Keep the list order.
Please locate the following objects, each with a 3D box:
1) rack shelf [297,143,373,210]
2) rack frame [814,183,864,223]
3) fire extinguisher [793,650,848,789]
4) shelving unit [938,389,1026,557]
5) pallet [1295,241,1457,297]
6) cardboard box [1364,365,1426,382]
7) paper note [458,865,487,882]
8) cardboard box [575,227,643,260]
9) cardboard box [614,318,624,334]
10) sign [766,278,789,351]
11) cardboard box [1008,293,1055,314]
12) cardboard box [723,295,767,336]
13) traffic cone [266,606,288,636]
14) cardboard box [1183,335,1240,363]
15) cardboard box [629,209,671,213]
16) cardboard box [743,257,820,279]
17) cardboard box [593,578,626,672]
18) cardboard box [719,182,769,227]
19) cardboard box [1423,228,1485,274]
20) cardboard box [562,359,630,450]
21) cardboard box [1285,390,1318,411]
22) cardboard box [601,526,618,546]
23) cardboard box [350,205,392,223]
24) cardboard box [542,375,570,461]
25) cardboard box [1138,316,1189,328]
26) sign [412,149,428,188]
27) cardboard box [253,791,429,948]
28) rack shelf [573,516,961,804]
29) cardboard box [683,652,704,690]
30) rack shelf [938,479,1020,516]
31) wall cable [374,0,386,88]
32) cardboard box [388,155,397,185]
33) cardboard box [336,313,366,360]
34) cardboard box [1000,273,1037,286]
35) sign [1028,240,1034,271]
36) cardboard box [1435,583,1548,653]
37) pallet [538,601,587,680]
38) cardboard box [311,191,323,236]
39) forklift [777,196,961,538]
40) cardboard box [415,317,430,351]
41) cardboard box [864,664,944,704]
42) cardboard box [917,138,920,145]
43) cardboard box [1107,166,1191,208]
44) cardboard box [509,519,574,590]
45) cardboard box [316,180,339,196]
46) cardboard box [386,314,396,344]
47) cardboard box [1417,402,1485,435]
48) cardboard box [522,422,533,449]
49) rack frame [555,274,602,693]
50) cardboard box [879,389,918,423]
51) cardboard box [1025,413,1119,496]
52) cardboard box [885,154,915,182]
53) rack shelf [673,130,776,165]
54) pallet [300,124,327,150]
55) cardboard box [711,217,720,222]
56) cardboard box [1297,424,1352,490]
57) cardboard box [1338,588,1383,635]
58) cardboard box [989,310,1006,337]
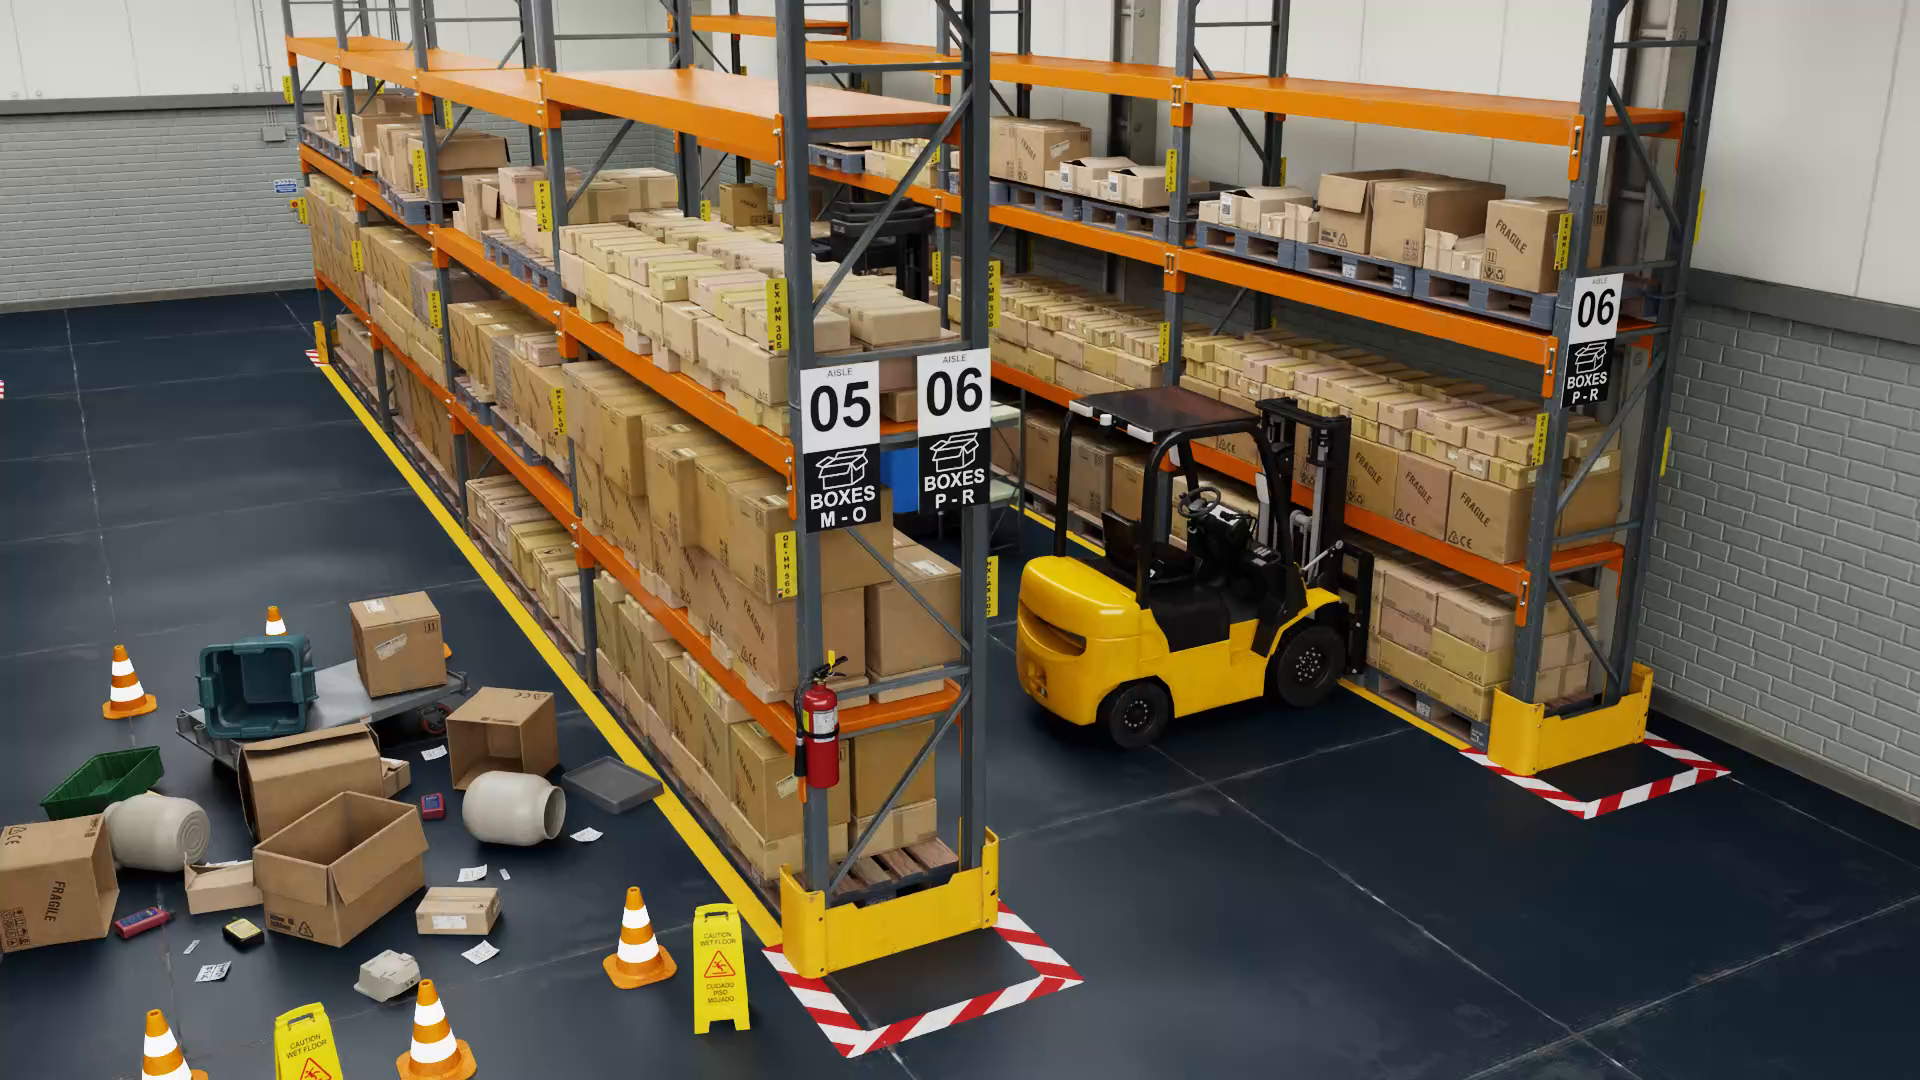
[{"bbox_3d":[-6.977,-4.362,19.679,1.077,0.370,4.000,-10,21,-27],"label":"rack shelf"},{"bbox_3d":[-1.661,-3.480,20.619,1.000,3.000,0.127,-10,21,-27],"label":"rack frame"},{"bbox_3d":[-0.680,0.875,8.115,0.296,0.674,0.183,-10,21,-27],"label":"fire extinguisher"},{"bbox_3d":[0.182,-0.651,14.719,0.431,1.500,0.755,-13,23,-33],"label":"shelving unit"},{"bbox_3d":[3.141,-1.969,11.777,1.003,0.211,1.213,-10,21,-27],"label":"pallet"},{"bbox_3d":[3.228,-1.183,12.358,0.380,0.149,0.250,-9,21,-25],"label":"cardboard box"},{"bbox_3d":[-2.801,1.913,9.557,0.148,0.019,0.142,-3,19,-8],"label":"paper note"},{"bbox_3d":[-2.217,-1.879,10.542,0.380,0.149,0.250,-9,21,-25],"label":"cardboard box"},{"bbox_3d":[-1.923,-1.370,10.289,0.380,0.149,0.250,-9,21,-25],"label":"cardboard box"},{"bbox_3d":[-0.827,-1.022,7.538,0.100,0.325,0.005,-10,21,-27],"label":"sign"},{"bbox_3d":[0.684,-2.262,15.940,0.380,0.149,0.250,-10,21,-26],"label":"cardboard box"},{"bbox_3d":[-0.976,-1.143,8.411,0.380,0.149,0.250,-10,22,-27],"label":"cardboard box"},{"bbox_3d":[-5.067,0.718,12.341,0.336,0.463,0.334,-10,21,-27],"label":"traffic cone"},{"bbox_3d":[2.028,-1.541,13.394,0.380,0.149,0.250,-10,21,-26],"label":"cardboard box"},{"bbox_3d":[-2.395,-2.335,12.286,0.500,0.250,0.500,-10,22,-27],"label":"cardboard box"},{"bbox_3d":[-1.014,-1.517,9.493,0.380,0.149,0.250,-9,21,-26],"label":"cardboard box"},{"bbox_3d":[-2.186,0.544,11.378,0.500,0.500,0.500,-9,21,-24],"label":"cardboard box"},{"bbox_3d":[-2.869,-4.450,22.054,0.500,0.500,0.500,-9,21,-25],"label":"cardboard box"},{"bbox_3d":[3.256,-1.899,10.847,0.396,0.266,0.258,-10,21,-27],"label":"cardboard box"},{"bbox_3d":[-2.211,-0.914,11.041,0.700,0.500,0.500,-10,22,-27],"label":"cardboard box"},{"bbox_3d":[2.640,-1.033,12.380,0.380,0.149,0.250,-11,22,-28],"label":"cardboard box"},{"bbox_3d":[-2.196,-0.090,11.180,0.380,0.149,0.250,-9,21,-25],"label":"cardboard box"},{"bbox_3d":[-6.454,-3.576,18.216,0.380,0.149,0.250,-10,22,-28],"label":"cardboard box"},{"bbox_3d":[-2.650,-0.897,11.880,0.500,0.500,0.500,-10,22,-28],"label":"cardboard box"},{"bbox_3d":[1.821,-1.899,14.888,0.380,0.149,0.250,-10,22,-27],"label":"cardboard box"},{"bbox_3d":[-4.620,-3.178,14.231,0.100,0.325,0.005,-10,21,-27],"label":"sign"},{"bbox_3d":[-3.391,1.802,9.136,0.637,0.503,0.797,7,20,20],"label":"cardboard box"},{"bbox_3d":[-1.279,0.500,10.185,1.077,0.370,4.000,-10,21,-27],"label":"rack shelf"},{"bbox_3d":[-1.413,0.742,9.811,0.380,0.149,0.250,-9,21,-24],"label":"cardboard box"},{"bbox_3d":[0.182,-0.343,14.825,0.431,0.370,0.720,-13,23,-33],"label":"rack shelf"},{"bbox_3d":[-10.213,-8.400,25.678,2.355,3.000,0.029,-10,21,-27],"label":"wall cable"},{"bbox_3d":[-5.090,-3.456,15.513,0.396,0.266,0.258,-11,22,-28],"label":"cardboard box"},{"bbox_3d":[-7.526,-2.672,21.560,0.875,0.438,0.875,-11,22,-28],"label":"cardboard box"},{"bbox_3d":[0.571,-2.624,16.989,0.380,0.149,0.250,-9,21,-25],"label":"cardboard box"},{"bbox_3d":[0.725,-2.966,17.354,0.100,0.325,0.005,-10,21,-27],"label":"sign"},{"bbox_3d":[3.544,0.509,11.096,0.500,0.250,0.500,-9,21,-25],"label":"cardboard box"},{"bbox_3d":[-2.600,0.681,12.834,1.003,0.211,1.213,-10,21,-27],"label":"pallet"},{"bbox_3d":[-7.698,-4.049,20.582,0.500,0.500,0.500,-11,22,-28],"label":"cardboard box"},{"bbox_3d":[-1.031,-1.811,15.887,1.130,2.935,3.031,-13,23,-33],"label":"forklift"},{"bbox_3d":[-4.828,-1.974,15.716,0.500,0.250,0.500,-11,22,-28],"label":"cardboard box"},{"bbox_3d":[-0.308,0.724,8.821,0.380,0.149,0.250,-10,21,-26],"label":"cardboard box"},{"bbox_3d":[-0.217,-4.153,17.132,0.380,0.149,0.250,-11,22,-28],"label":"cardboard box"},{"bbox_3d":[1.580,-2.975,13.896,0.500,0.311,0.500,-11,22,-28],"label":"cardboard box"},{"bbox_3d":[-3.156,0.075,13.702,0.950,0.372,0.625,-9,21,-25],"label":"cardboard box"},{"bbox_3d":[-7.652,-4.311,20.346,0.380,0.149,0.250,-11,22,-28],"label":"cardboard box"},{"bbox_3d":[-5.575,-2.174,17.064,0.500,0.250,0.500,-10,21,-27],"label":"cardboard box"},{"bbox_3d":[3.336,-0.820,11.306,0.380,0.149,0.250,-10,21,-26],"label":"cardboard box"},{"bbox_3d":[-3.104,-0.818,12.645,0.380,0.149,0.250,-10,21,-26],"label":"cardboard box"},{"bbox_3d":[-2.229,-0.414,11.732,1.000,3.000,0.127,-10,21,-27],"label":"rack frame"},{"bbox_3d":[-0.201,-0.710,8.378,0.380,0.149,0.250,-10,21,-27],"label":"cardboard box"},{"bbox_3d":[1.160,-0.847,15.985,0.875,0.625,0.625,-11,22,-29],"label":"cardboard box"},{"bbox_3d":[-0.458,-3.933,17.562,0.500,0.250,0.500,-10,21,-26],"label":"cardboard box"},{"bbox_3d":[-2.611,-5.132,21.911,1.077,0.370,4.000,-10,21,-27],"label":"rack shelf"},{"bbox_3d":[-7.566,-5.023,20.628,1.003,0.211,1.213,-10,21,-27],"label":"pallet"},{"bbox_3d":[-3.099,-4.237,22.584,0.500,0.250,0.500,-10,22,-28],"label":"cardboard box"},{"bbox_3d":[2.842,-0.623,12.186,0.500,0.500,0.500,-10,21,-26],"label":"cardboard box"},{"bbox_3d":[3.039,0.448,12.041,0.500,0.250,0.500,-11,22,-28],"label":"cardboard box"},{"bbox_3d":[0.471,-2.188,16.338,0.500,0.250,0.500,-9,21,-25],"label":"cardboard box"}]
